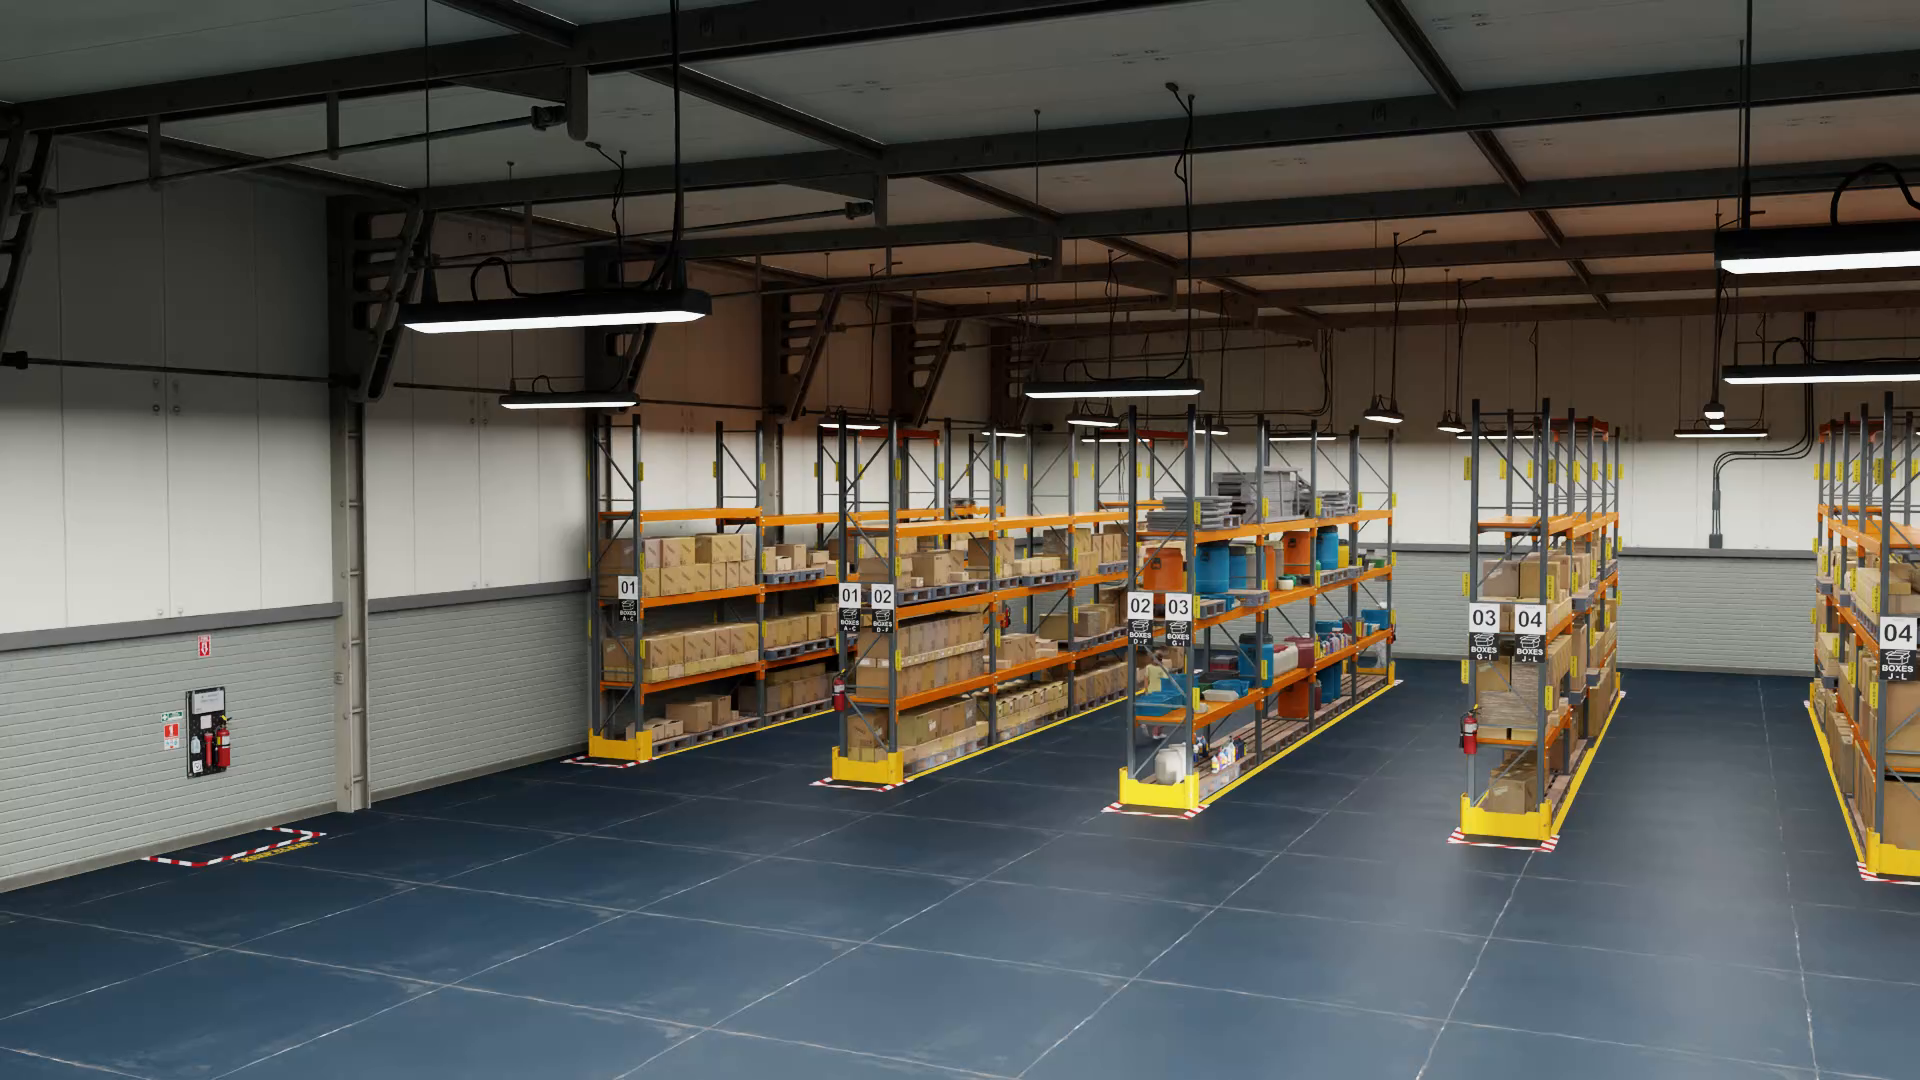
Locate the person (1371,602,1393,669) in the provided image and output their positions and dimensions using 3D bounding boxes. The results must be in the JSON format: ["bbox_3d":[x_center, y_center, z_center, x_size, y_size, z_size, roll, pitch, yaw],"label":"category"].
[{"bbox_3d":[10.434,2.404,41.325,0.634,1.737,0.937,-1,2,-17],"label":"person"}]

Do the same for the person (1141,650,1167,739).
[{"bbox_3d":[3.652,2.882,30.971,0.523,1.661,0.445,-1,3,-30],"label":"person"}]
